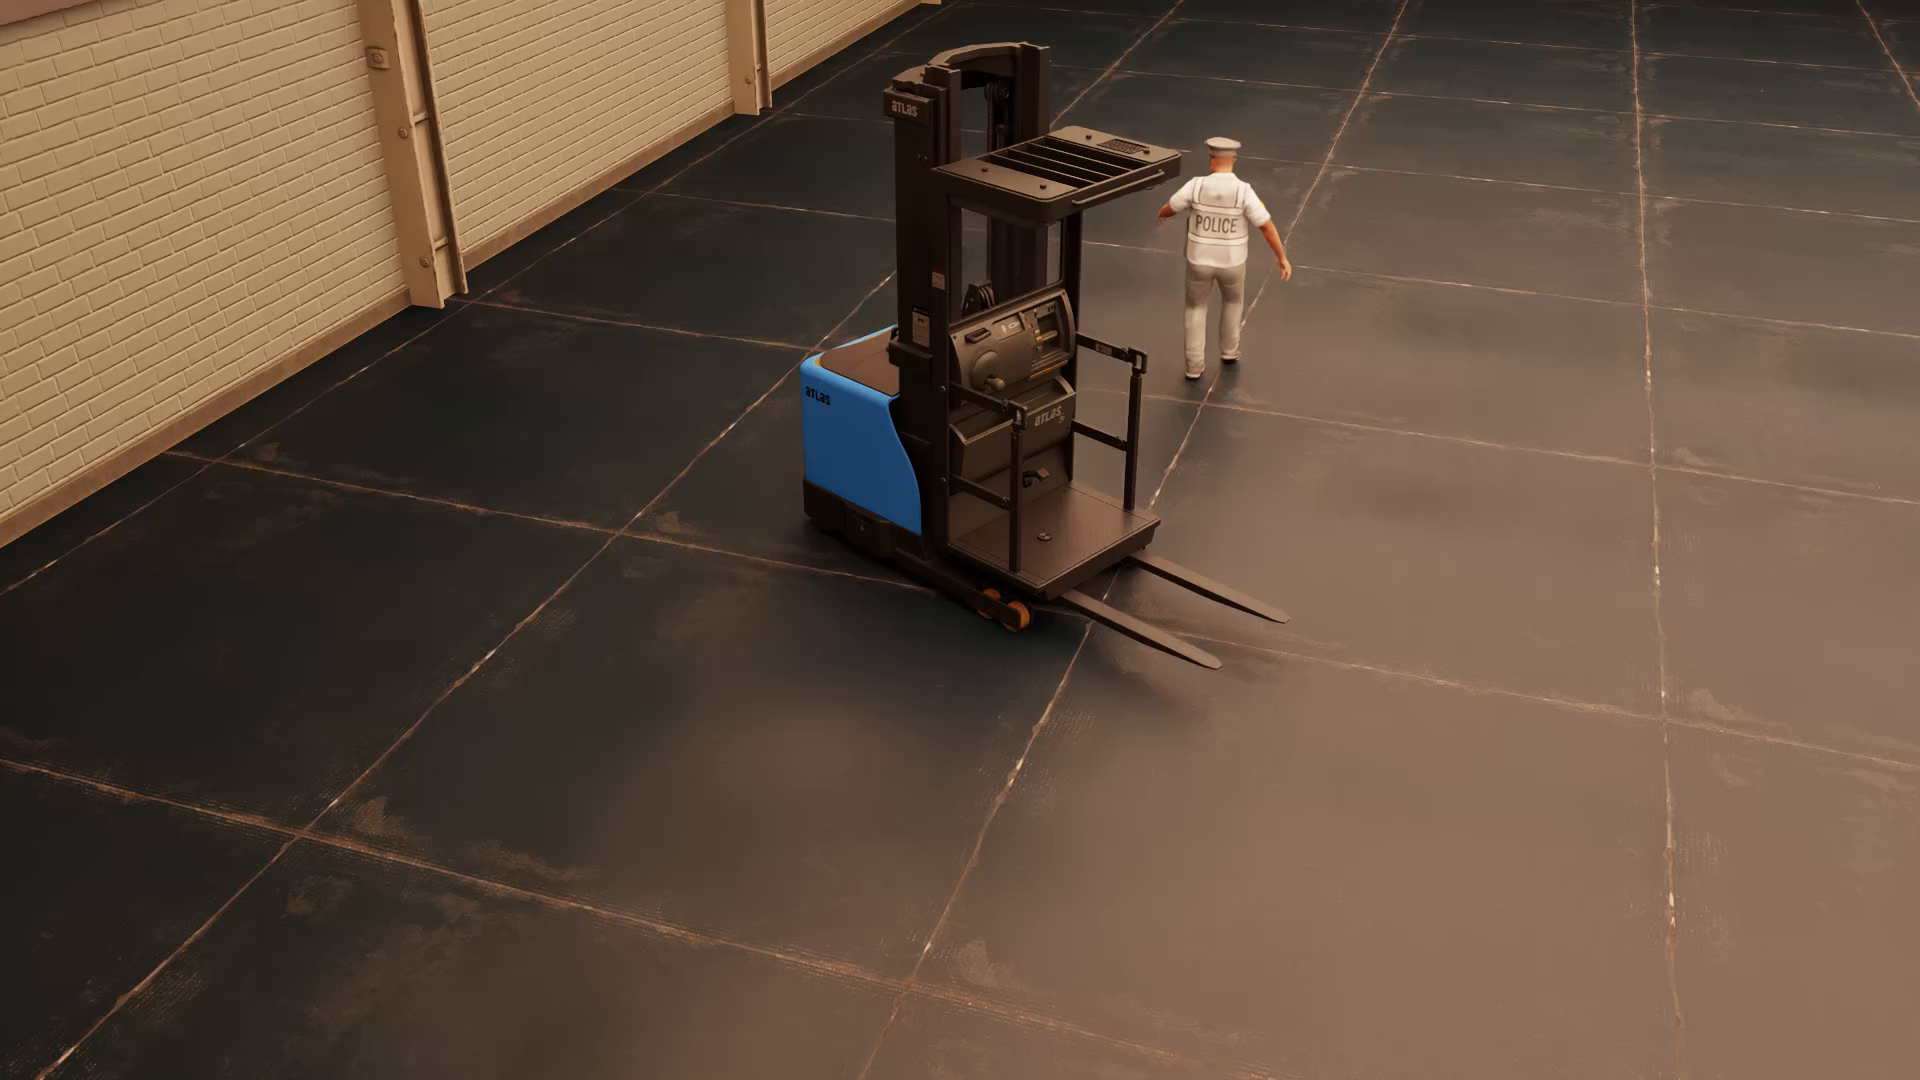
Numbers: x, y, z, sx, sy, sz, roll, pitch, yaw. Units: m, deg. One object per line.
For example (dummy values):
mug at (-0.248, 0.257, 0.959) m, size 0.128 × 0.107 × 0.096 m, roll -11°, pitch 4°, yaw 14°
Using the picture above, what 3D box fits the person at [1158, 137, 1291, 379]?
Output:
person at (1.890, -2.041, 11.988) m, size 1.011 × 1.756 × 0.692 m, roll 7°, pitch 30°, yaw 12°

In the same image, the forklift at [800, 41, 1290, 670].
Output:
forklift at (0.449, -1.059, 8.994) m, size 3.031 × 2.935 × 1.130 m, roll 25°, pitch 38°, yaw 37°
